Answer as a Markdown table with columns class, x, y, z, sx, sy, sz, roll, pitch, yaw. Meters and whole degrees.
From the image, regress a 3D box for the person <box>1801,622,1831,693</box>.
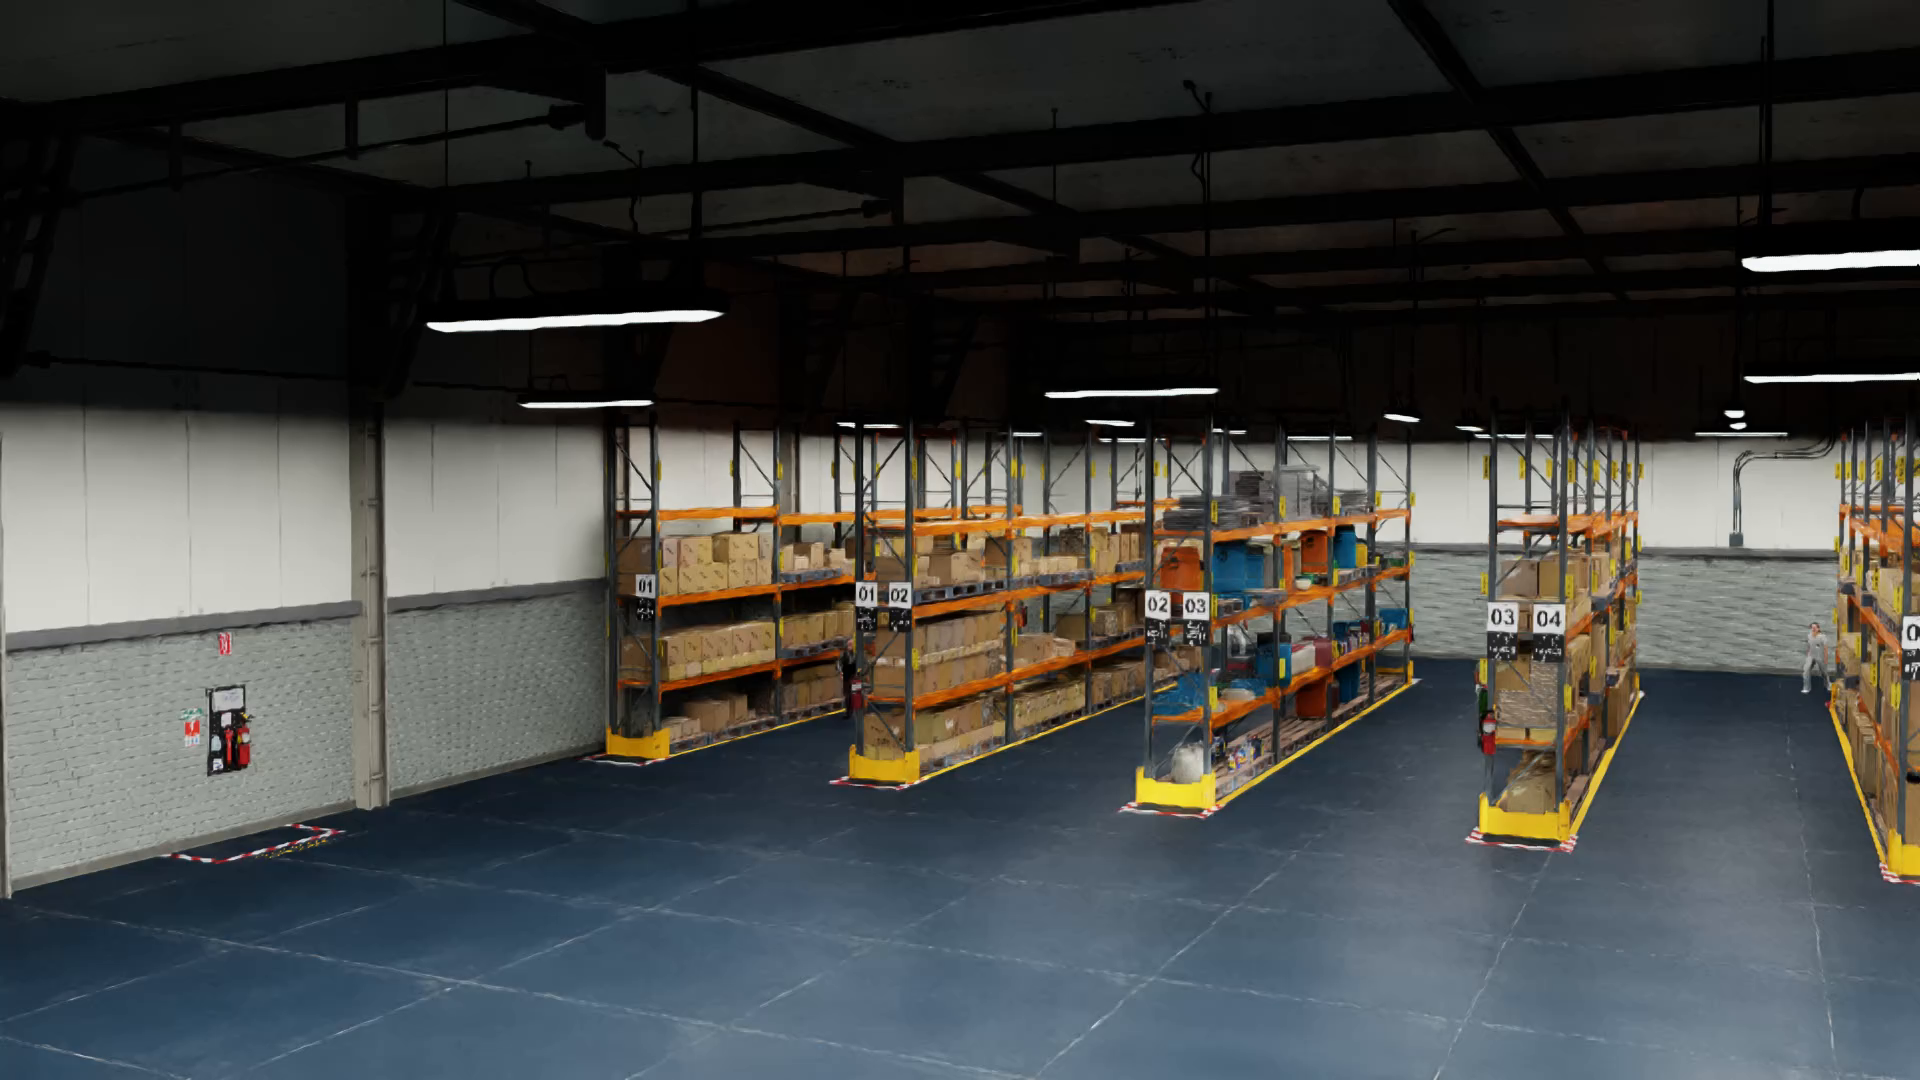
| class | x | y | z | sx | sy | sz | roll | pitch | yaw |
| --- | --- | --- | --- | --- | --- | --- | --- | --- | --- |
| person | 19.234 | 2.628 | 37.284 | 0.953 | 1.609 | 0.494 | -2 | 3 | -44 |

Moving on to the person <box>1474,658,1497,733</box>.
| class | x | y | z | sx | sy | sz | roll | pitch | yaw |
| --- | --- | --- | --- | --- | --- | --- | --- | --- | --- |
| person | 10.016 | 2.823 | 31.296 | 0.677 | 1.742 | 0.552 | 1 | 3 | 24 |

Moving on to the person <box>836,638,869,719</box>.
| class | x | y | z | sx | sy | sz | roll | pitch | yaw |
| --- | --- | --- | --- | --- | --- | --- | --- | --- | --- |
| person | -2.134 | 2.776 | 33.107 | 0.647 | 1.657 | 0.839 | 0 | 2 | 8 |

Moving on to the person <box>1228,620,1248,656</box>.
| class | x | y | z | sx | sy | sz | roll | pitch | yaw |
| --- | --- | --- | --- | --- | --- | --- | --- | --- | --- |
| person | 6.977 | 2.357 | 42.213 | 0.689 | 1.726 | 0.755 | 0 | 2 | 3 |
